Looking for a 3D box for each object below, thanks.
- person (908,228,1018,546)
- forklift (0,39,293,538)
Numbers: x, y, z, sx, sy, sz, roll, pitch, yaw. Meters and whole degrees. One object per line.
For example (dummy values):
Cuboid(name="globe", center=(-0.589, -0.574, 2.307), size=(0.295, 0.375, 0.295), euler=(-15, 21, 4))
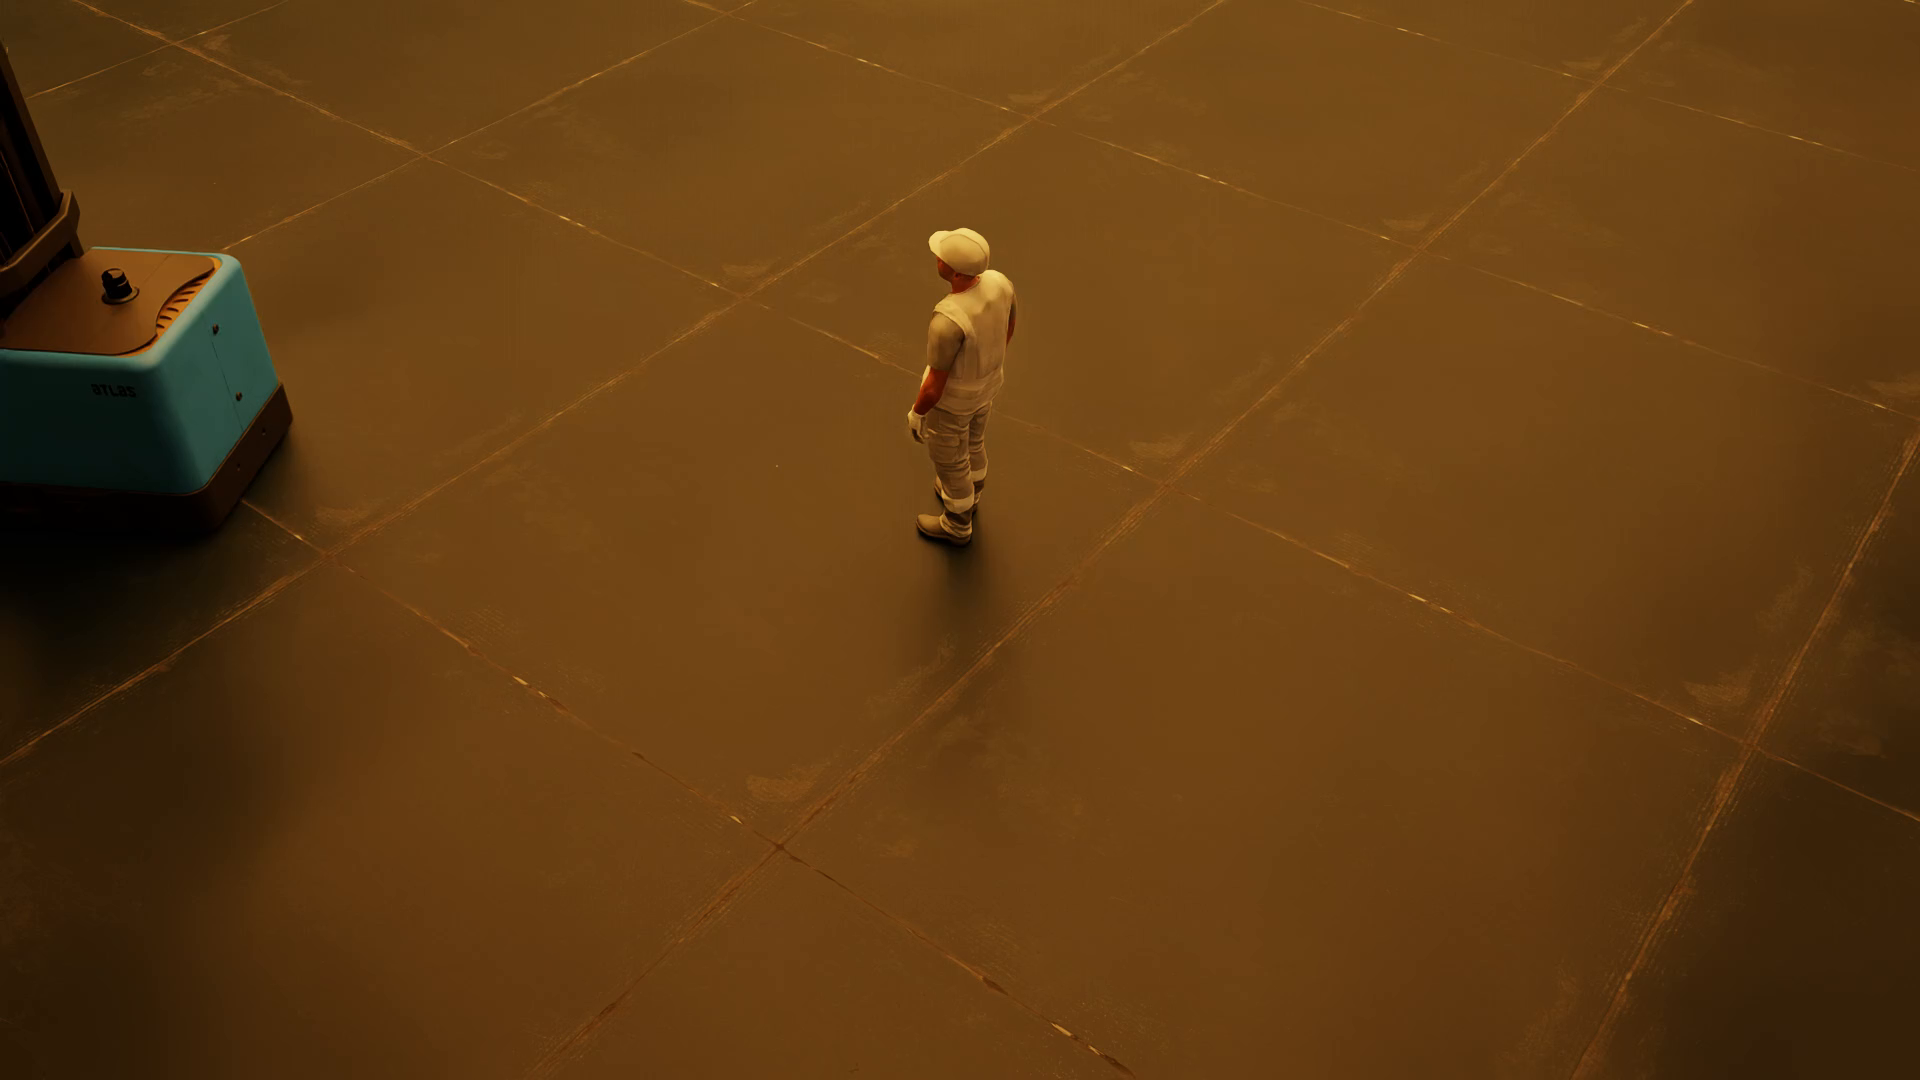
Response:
Cuboid(name="person", center=(-0.057, -0.725, 7.793), size=(0.562, 1.790, 0.637), euler=(26, 47, 28))
Cuboid(name="forklift", center=(-5.154, -1.531, 7.869), size=(3.031, 2.935, 1.130), euler=(4, 41, 5))
